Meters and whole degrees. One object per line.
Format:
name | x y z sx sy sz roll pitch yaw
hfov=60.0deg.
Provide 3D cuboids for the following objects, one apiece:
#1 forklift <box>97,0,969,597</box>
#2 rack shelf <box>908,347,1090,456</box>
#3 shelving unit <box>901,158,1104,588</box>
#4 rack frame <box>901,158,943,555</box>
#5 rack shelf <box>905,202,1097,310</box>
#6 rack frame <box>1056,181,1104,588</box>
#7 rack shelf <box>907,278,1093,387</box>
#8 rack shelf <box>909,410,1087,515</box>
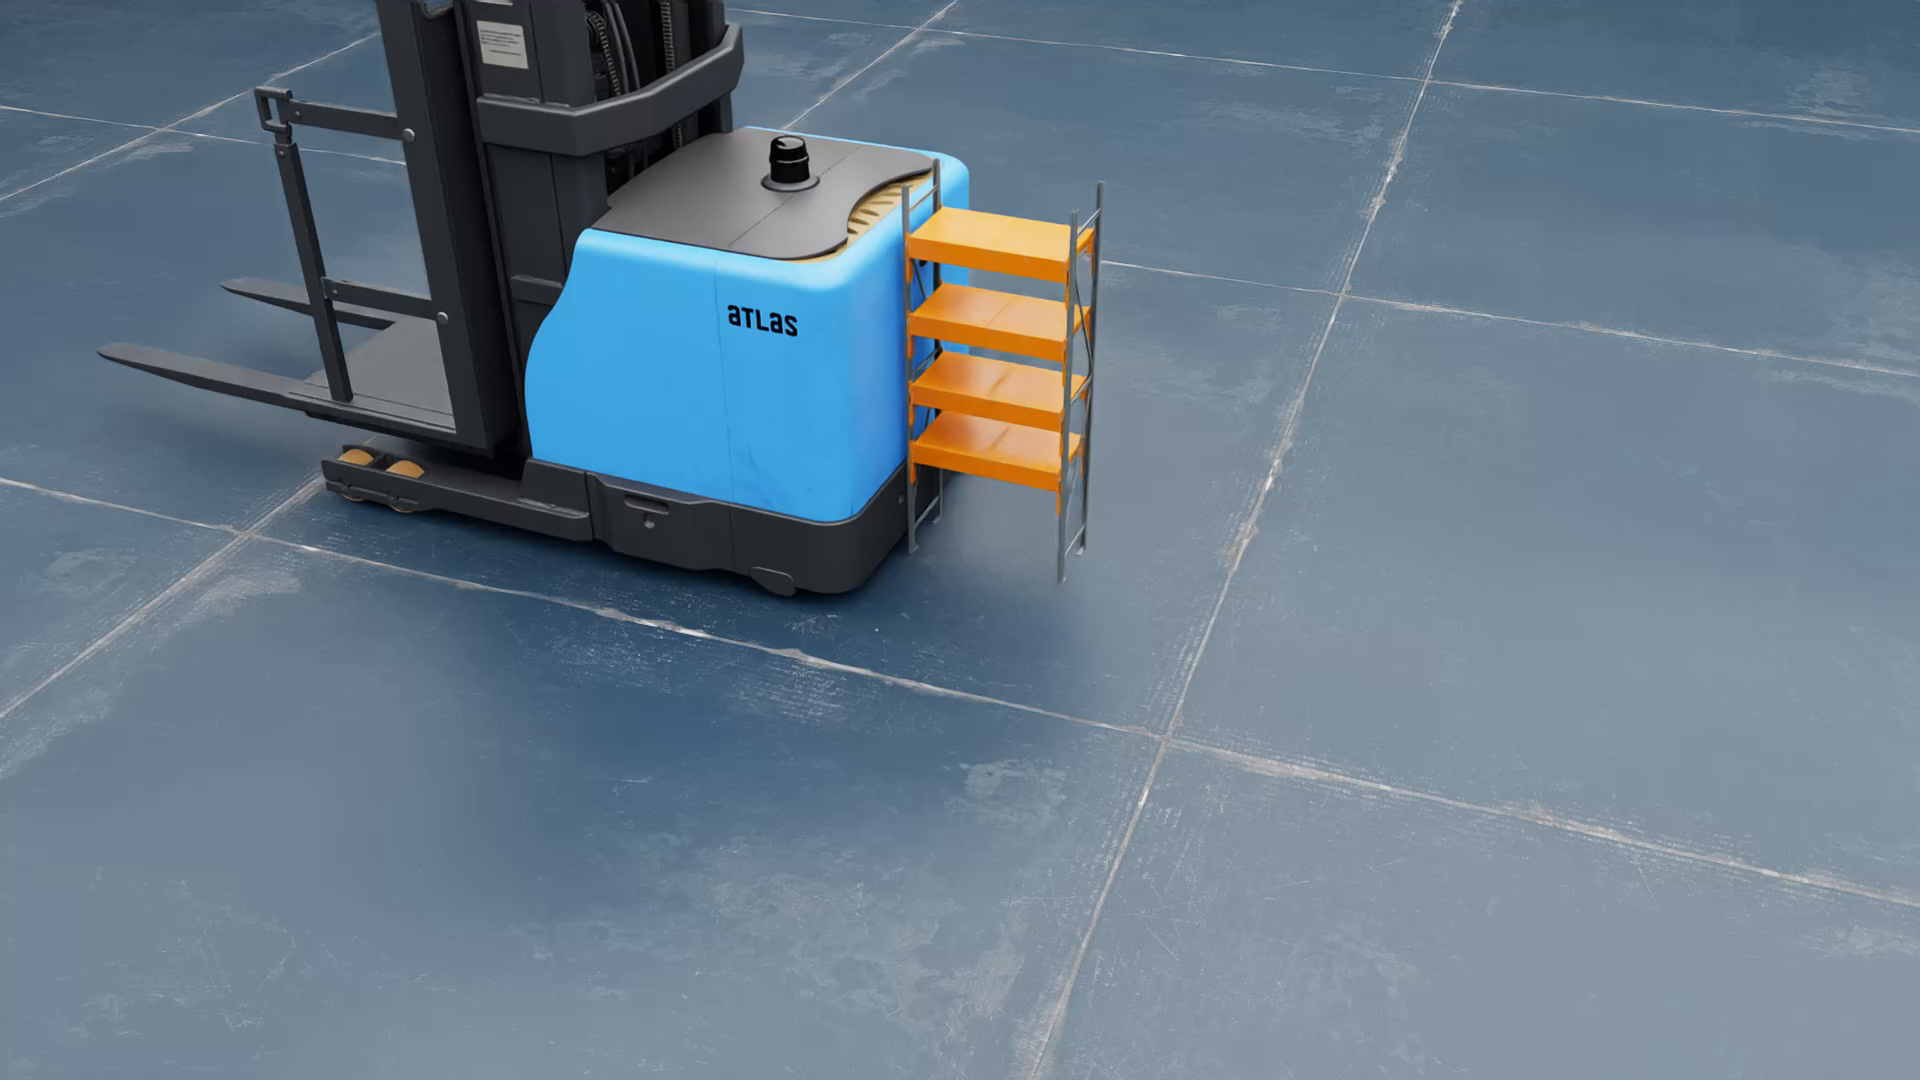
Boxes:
forklift | -1.525 -1.569 4.977 3.031 2.935 1.130 12 35 18
rack shelf | 0.118 -0.413 4.908 0.480 0.148 0.258 12 35 18
shelving unit | 0.118 -0.470 4.871 0.503 1.200 0.258 12 35 18
rack frame | -0.108 -0.520 4.949 0.015 1.200 0.240 12 35 18
rack shelf | 0.118 -0.800 4.658 0.480 0.148 0.258 12 35 18
rack frame | 0.343 -0.420 4.794 0.015 1.200 0.240 12 35 18
rack shelf | 0.118 -0.601 4.786 0.480 0.148 0.258 12 35 18
rack shelf | 0.118 -0.246 5.016 0.480 0.148 0.258 12 35 18
